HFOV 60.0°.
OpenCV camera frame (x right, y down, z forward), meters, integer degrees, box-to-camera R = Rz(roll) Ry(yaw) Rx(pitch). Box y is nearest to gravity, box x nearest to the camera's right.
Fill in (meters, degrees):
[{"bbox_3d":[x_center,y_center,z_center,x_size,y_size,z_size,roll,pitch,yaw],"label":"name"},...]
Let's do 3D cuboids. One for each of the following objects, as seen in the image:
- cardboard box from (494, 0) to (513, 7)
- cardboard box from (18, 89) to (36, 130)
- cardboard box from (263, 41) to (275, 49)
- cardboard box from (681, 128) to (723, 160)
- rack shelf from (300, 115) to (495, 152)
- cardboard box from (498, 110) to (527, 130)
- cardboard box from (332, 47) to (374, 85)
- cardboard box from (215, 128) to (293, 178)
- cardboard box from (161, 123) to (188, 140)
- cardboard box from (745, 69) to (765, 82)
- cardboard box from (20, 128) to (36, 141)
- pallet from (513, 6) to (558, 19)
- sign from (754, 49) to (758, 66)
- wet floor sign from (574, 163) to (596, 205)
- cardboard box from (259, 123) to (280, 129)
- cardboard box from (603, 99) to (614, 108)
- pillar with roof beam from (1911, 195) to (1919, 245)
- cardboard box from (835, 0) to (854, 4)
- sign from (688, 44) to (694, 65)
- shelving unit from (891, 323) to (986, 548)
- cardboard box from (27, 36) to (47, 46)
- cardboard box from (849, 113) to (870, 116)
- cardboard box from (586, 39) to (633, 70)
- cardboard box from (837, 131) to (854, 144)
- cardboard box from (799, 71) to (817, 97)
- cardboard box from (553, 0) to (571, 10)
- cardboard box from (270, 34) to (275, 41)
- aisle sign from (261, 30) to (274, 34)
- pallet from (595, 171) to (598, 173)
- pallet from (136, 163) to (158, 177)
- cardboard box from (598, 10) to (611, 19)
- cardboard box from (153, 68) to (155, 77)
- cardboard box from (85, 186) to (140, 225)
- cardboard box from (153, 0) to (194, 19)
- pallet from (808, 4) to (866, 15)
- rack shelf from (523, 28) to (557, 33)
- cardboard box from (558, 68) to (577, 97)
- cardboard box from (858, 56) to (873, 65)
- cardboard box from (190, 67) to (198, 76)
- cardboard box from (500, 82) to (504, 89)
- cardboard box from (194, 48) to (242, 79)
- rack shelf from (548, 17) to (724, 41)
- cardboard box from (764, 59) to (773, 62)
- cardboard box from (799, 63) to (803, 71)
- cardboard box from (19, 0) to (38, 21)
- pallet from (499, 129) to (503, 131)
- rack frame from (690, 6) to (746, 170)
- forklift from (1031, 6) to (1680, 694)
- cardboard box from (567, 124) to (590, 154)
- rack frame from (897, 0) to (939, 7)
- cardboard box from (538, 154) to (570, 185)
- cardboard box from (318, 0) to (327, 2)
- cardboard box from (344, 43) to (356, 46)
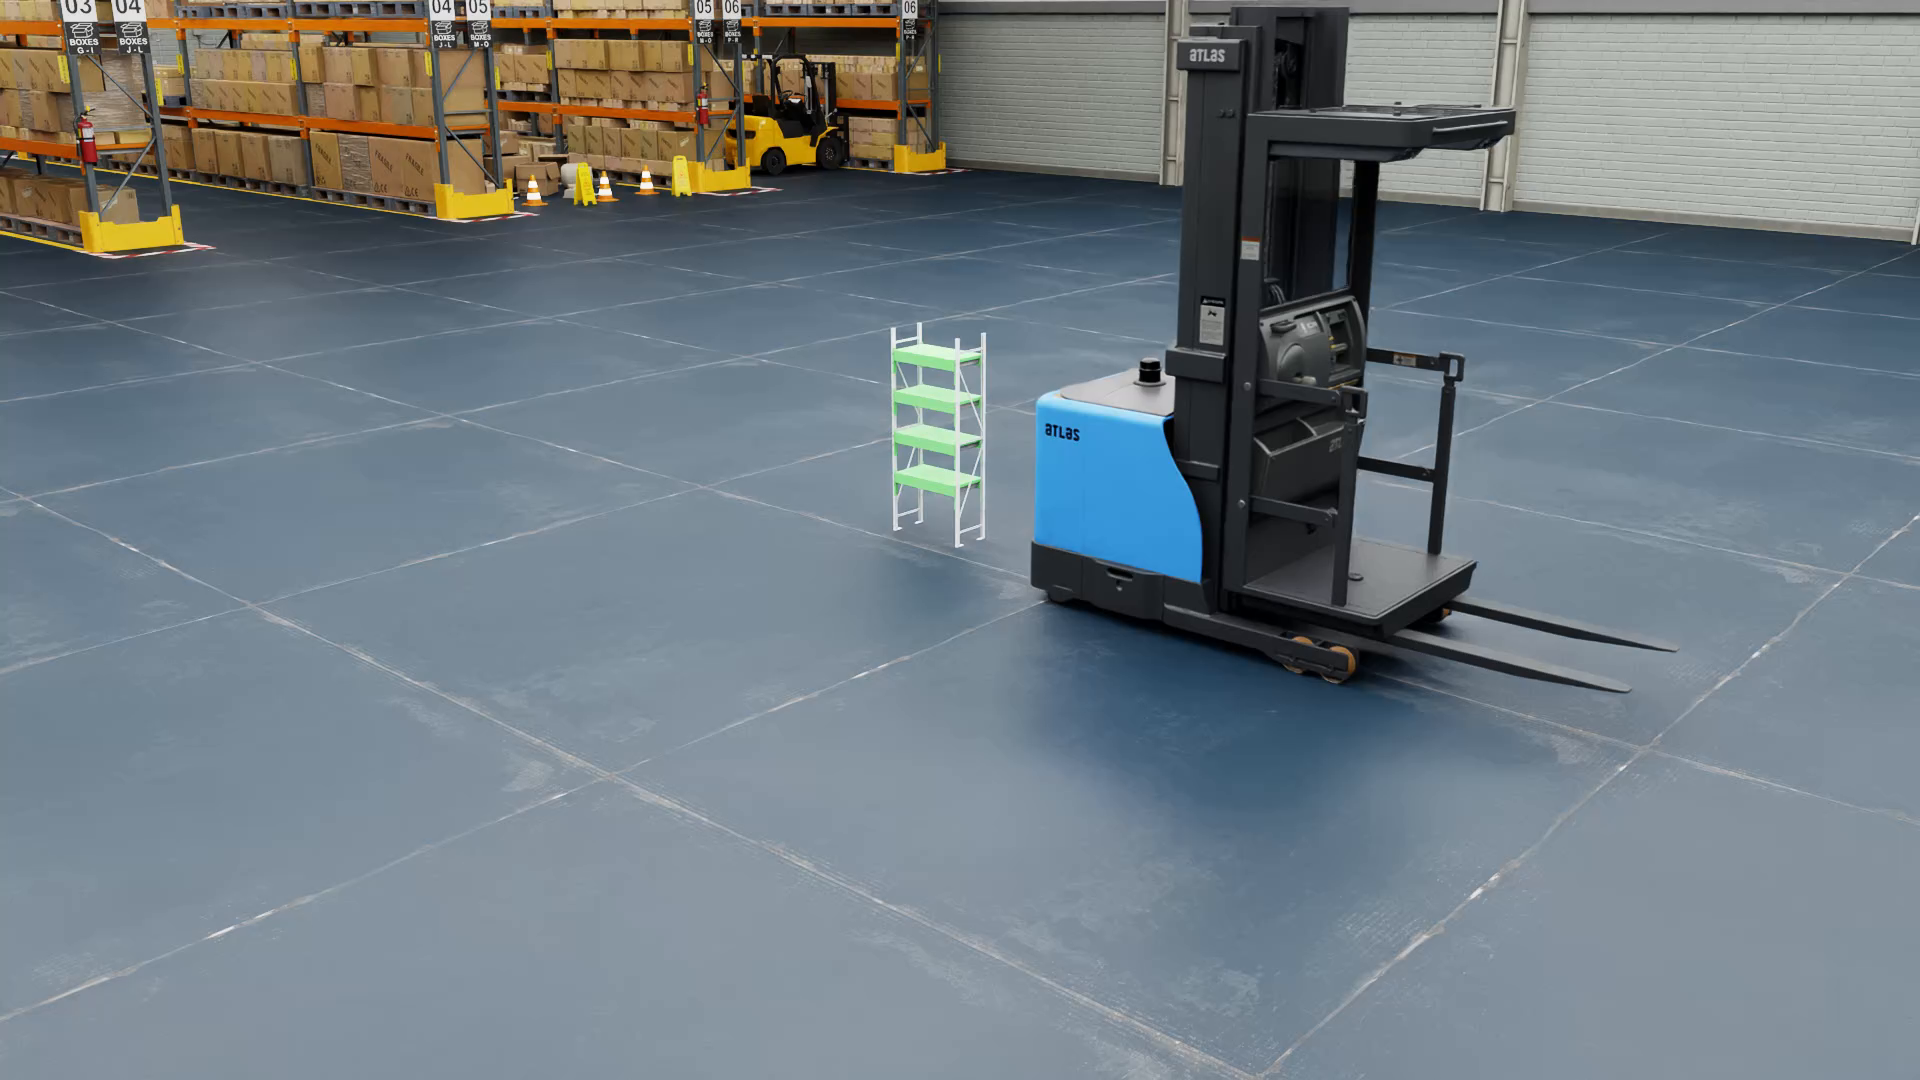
[{"bbox_3d":[-8.360,-10.110,31.105,0.500,0.250,0.500,15,23,40],"label":"cardboard box"},{"bbox_3d":[-11.849,-5.706,21.976,0.500,0.500,0.875,15,23,39],"label":"cardboard box"},{"bbox_3d":[-15.095,-10.831,36.963,0.500,0.500,0.500,15,23,39],"label":"cardboard box"},{"bbox_3d":[-4.517,-6.935,29.117,0.500,0.500,0.500,14,22,37],"label":"cardboard box"},{"bbox_3d":[-8.785,-6.377,25.937,4.000,0.370,1.077,15,23,39],"label":"rack shelf"},{"bbox_3d":[-10.970,-10.271,40.454,0.500,0.500,0.700,14,22,37],"label":"cardboard box"},{"bbox_3d":[-9.226,-7.403,25.945,0.550,0.550,0.875,15,23,39],"label":"cardboard box"},{"bbox_3d":[-12.221,-6.735,28.901,0.750,0.750,1.050,15,23,40],"label":"cardboard box"},{"bbox_3d":[-14.343,-7.468,30.383,0.500,0.250,0.500,15,23,40],"label":"cardboard box"},{"bbox_3d":[-4.316,-9.593,34.303,0.500,0.250,0.500,14,23,38],"label":"cardboard box"},{"bbox_3d":[-12.199,-5.385,22.036,0.250,0.149,0.380,15,23,39],"label":"cardboard box"},{"bbox_3d":[-7.462,-9.750,30.728,1.003,0.211,1.213,15,23,39],"label":"pallet"},{"bbox_3d":[-4.132,-9.775,33.671,0.005,0.325,0.100,15,23,39],"label":"sign"},{"bbox_3d":[-5.953,-5.639,26.312,0.232,0.644,0.267,11,20,30],"label":"wet floor sign"},{"bbox_3d":[-15.486,-9.541,38.256,0.875,0.438,0.875,14,22,37],"label":"cardboard box"},{"bbox_3d":[-6.097,-7.748,29.480,0.250,0.149,0.380,15,23,40],"label":"cardboard box"},{"bbox_3d":[9.896,-7.198,17.415,0.400,9.000,9.100,15,23,39],"label":"pillar with roof beam"},{"bbox_3d":[-1.980,-10.570,31.975,0.500,0.500,0.700,15,23,40],"label":"cardboard box"},{"bbox_3d":[-4.462,-8.040,27.550,0.005,0.325,0.100,15,23,39],"label":"sign"},{"bbox_3d":[-0.124,-0.605,9.535,0.503,1.200,0.258,15,23,39],"label":"shelving unit"},{"bbox_3d":[-18.341,-9.838,33.341,0.500,0.500,0.500,14,23,38],"label":"cardboard box"},{"bbox_3d":[-2.143,-8.395,33.304,0.500,0.250,0.500,14,23,38],"label":"cardboard box"},{"bbox_3d":[-6.160,-8.576,29.366,0.500,0.500,0.700,14,23,38],"label":"cardboard box"},{"bbox_3d":[-2.127,-7.940,32.695,0.500,0.250,0.500,14,23,38],"label":"cardboard box"},{"bbox_3d":[-2.840,-9.083,33.108,0.500,0.500,0.500,15,23,39],"label":"cardboard box"},{"bbox_3d":[-6.923,-9.612,29.737,0.500,0.250,0.500,14,23,38],"label":"cardboard box"},{"bbox_3d":[-15.004,-11.107,36.761,0.250,0.149,0.380,15,23,40],"label":"cardboard box"},{"bbox_3d":[-15.894,-11.995,38.152,0.004,0.787,0.394,15,23,39],"label":"aisle sign"},{"bbox_3d":[-7.654,-7.089,31.600,1.213,0.211,1.003,15,23,39],"label":"pallet"},{"bbox_3d":[-14.764,-6.998,31.313,1.213,0.211,1.003,15,23,39],"label":"pallet"},{"bbox_3d":[-6.094,-9.175,29.020,0.250,0.149,0.380,14,23,38],"label":"cardboard box"},{"bbox_3d":[-14.326,-8.387,29.818,0.250,0.149,0.380,16,24,41],"label":"cardboard box"},{"bbox_3d":[-11.113,-4.355,21.812,0.500,0.500,0.500,-13,22,-36],"label":"cardboard box"},{"bbox_3d":[-13.868,-9.460,29.336,0.500,0.500,0.500,15,23,39],"label":"cardboard box"},{"bbox_3d":[-2.215,-10.363,32.494,1.213,0.211,1.003,15,23,39],"label":"pallet"},{"bbox_3d":[-11.258,-12.481,40.209,4.000,0.370,1.077,15,23,39],"label":"rack shelf"},{"bbox_3d":[-6.927,-8.300,30.149,0.500,0.500,0.500,15,23,39],"label":"cardboard box"},{"bbox_3d":[-1.750,-9.261,32.105,0.250,0.149,0.380,15,23,40],"label":"cardboard box"},{"bbox_3d":[-13.692,-8.479,30.107,0.250,0.149,0.380,14,23,38],"label":"cardboard box"},{"bbox_3d":[-8.521,-8.668,31.685,0.250,0.149,0.380,14,22,37],"label":"cardboard box"},{"bbox_3d":[-12.943,-8.357,29.167,0.500,0.500,0.700,15,23,39],"label":"cardboard box"},{"bbox_3d":[-5.575,-8.947,29.076,4.000,0.370,1.077,15,23,39],"label":"rack shelf"},{"bbox_3d":[-3.737,-9.753,33.656,0.250,0.149,0.380,16,23,40],"label":"cardboard box"},{"bbox_3d":[-2.976,-9.402,33.041,0.250,0.149,0.380,15,23,39],"label":"cardboard box"},{"bbox_3d":[-11.561,-6.714,21.098,0.500,0.250,0.500,15,23,40],"label":"cardboard box"},{"bbox_3d":[-11.192,-10.046,40.918,1.213,0.211,1.003,15,23,39],"label":"pallet"},{"bbox_3d":[-4.079,-7.459,28.156,0.127,3.000,1.000,15,23,39],"label":"rack frame"},{"bbox_3d":[1.821,-0.925,7.682,3.031,2.935,1.130,14,23,38],"label":"forklift"},{"bbox_3d":[-6.809,-7.330,30.360,0.500,0.500,0.500,16,24,42],"label":"cardboard box"},{"bbox_3d":[-0.787,-11.442,30.789,0.127,3.000,1.000,15,23,39],"label":"rack frame"},{"bbox_3d":[-7.172,-6.549,29.416,0.500,0.500,0.500,-3,18,-8],"label":"cardboard box"},{"bbox_3d":[-9.666,-8.377,25.647,0.250,0.149,0.380,15,23,38],"label":"cardboard box"},{"bbox_3d":[-12.517,-10.143,34.796,0.500,0.500,0.500,15,23,39],"label":"cardboard box"}]
